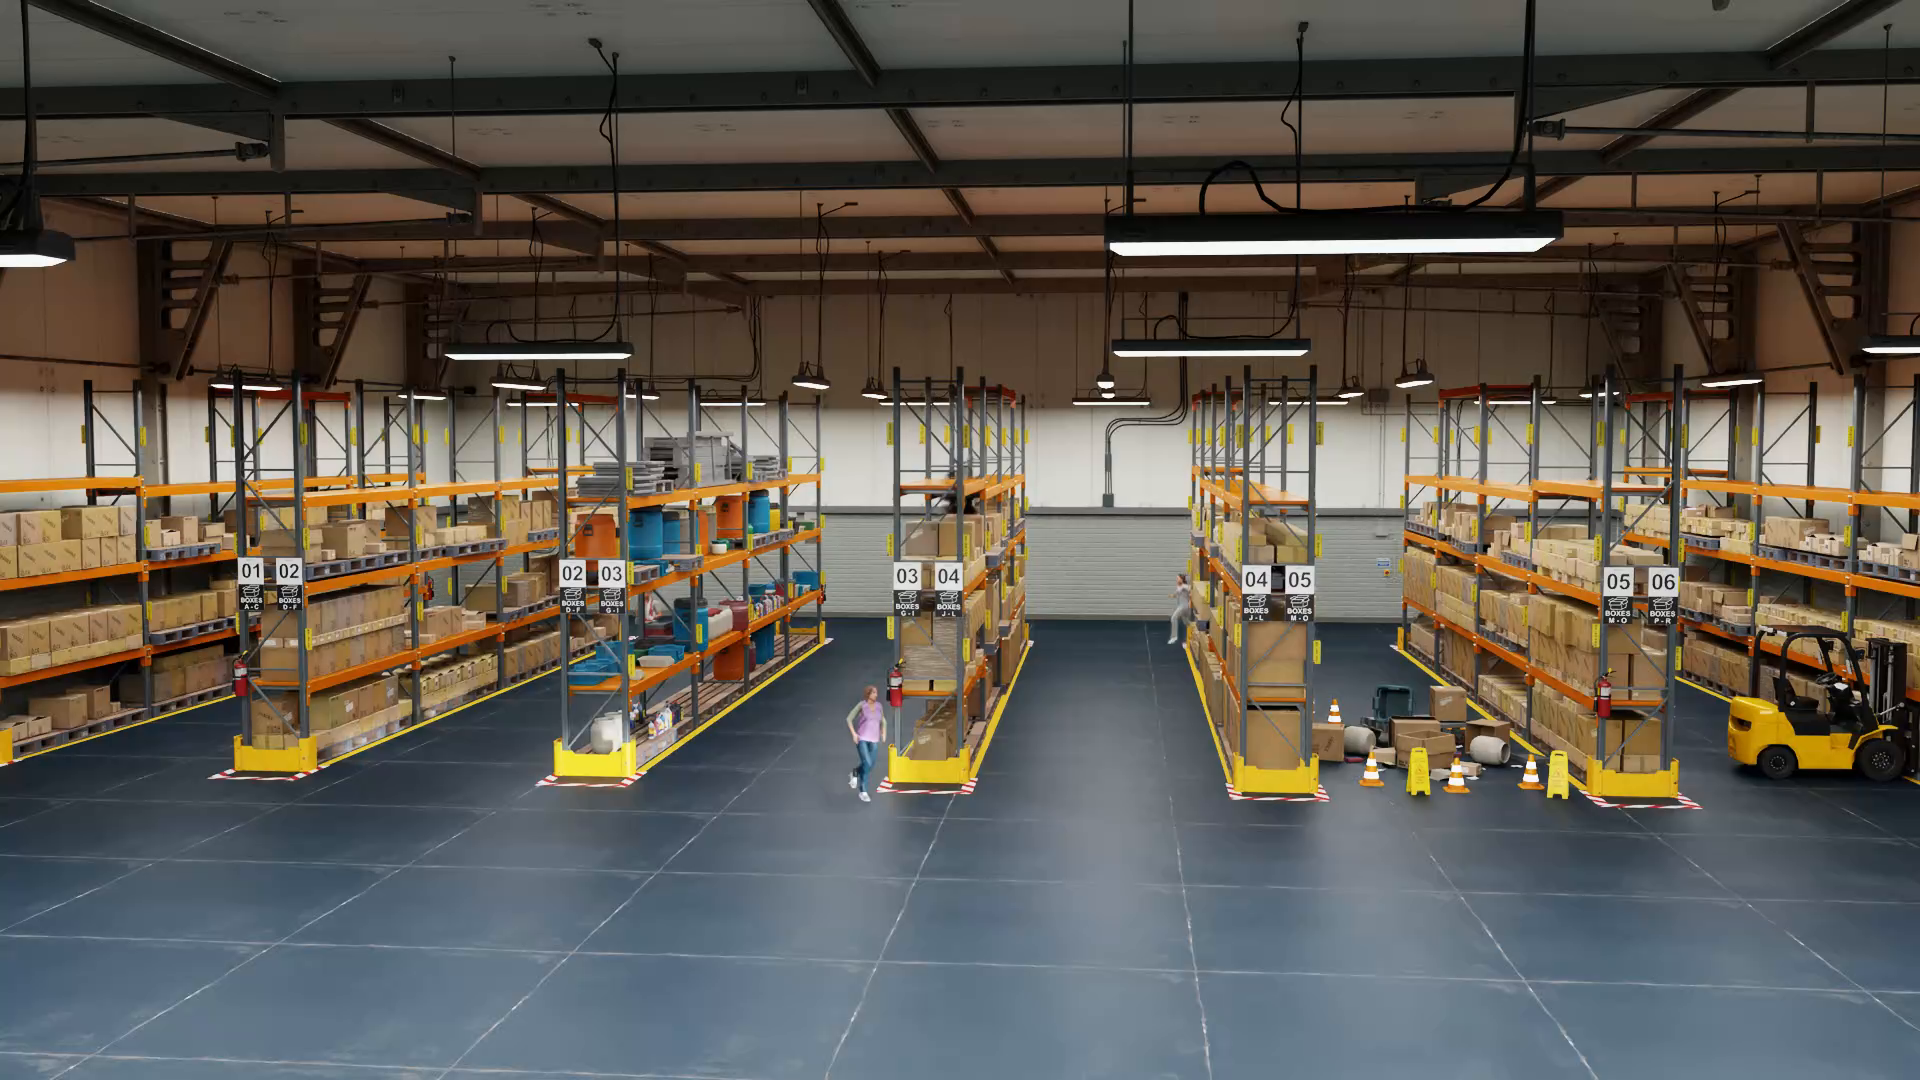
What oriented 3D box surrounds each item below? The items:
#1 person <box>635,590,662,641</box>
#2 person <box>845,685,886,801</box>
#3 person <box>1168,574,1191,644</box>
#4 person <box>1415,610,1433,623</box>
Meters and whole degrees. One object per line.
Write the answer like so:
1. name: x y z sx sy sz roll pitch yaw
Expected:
1. person: -6.700 1.900 35.769 0.623 1.813 1.134 0 4 -1
2. person: -1.306 2.799 23.145 0.587 1.568 0.613 -2 4 -31
3. person: 5.451 1.666 40.422 0.860 1.692 0.582 0 4 -5
4. person: 11.280 1.650 40.264 0.776 1.726 0.661 3 4 36
